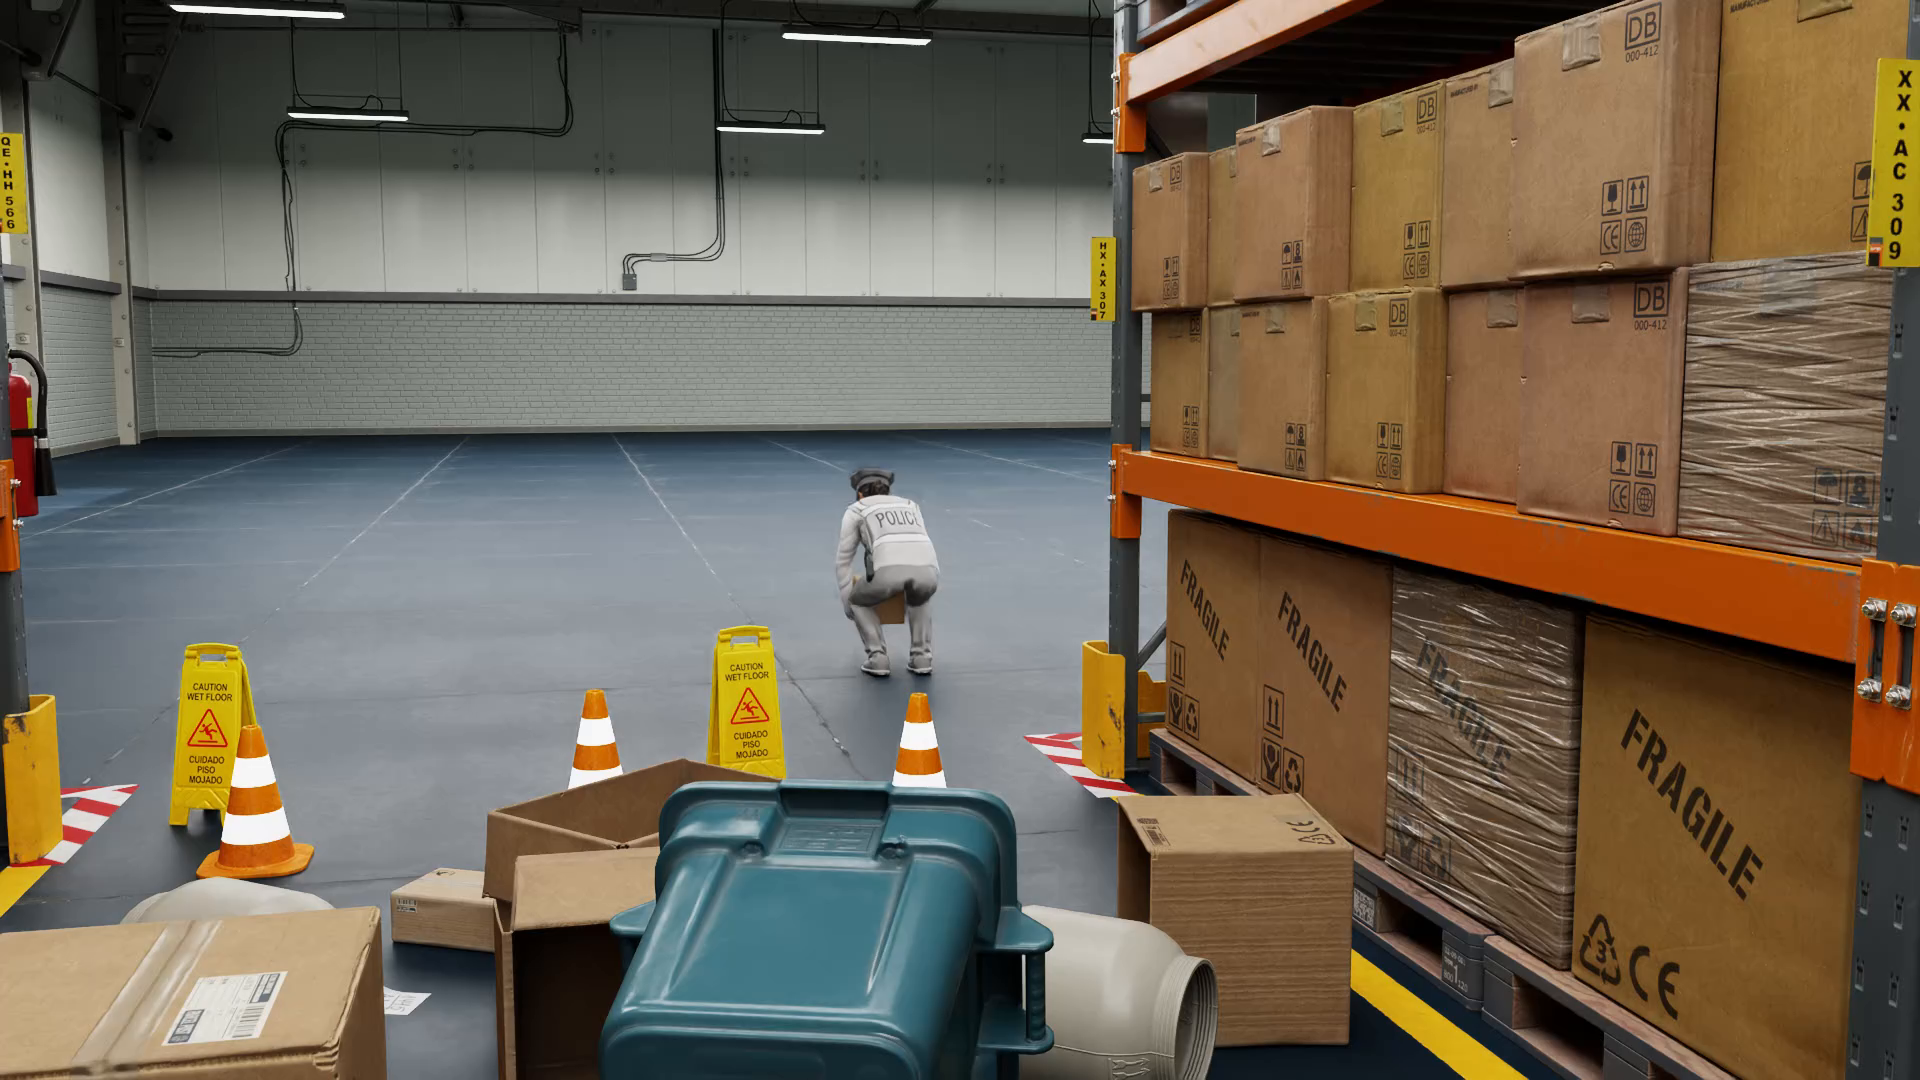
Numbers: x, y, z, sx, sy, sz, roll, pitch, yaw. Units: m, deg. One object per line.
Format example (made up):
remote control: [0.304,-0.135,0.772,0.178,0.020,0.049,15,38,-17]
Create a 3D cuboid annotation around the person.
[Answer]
person: [-0.395,0.166,8.910,0.505,1.073,0.815,-2,6,-14]
